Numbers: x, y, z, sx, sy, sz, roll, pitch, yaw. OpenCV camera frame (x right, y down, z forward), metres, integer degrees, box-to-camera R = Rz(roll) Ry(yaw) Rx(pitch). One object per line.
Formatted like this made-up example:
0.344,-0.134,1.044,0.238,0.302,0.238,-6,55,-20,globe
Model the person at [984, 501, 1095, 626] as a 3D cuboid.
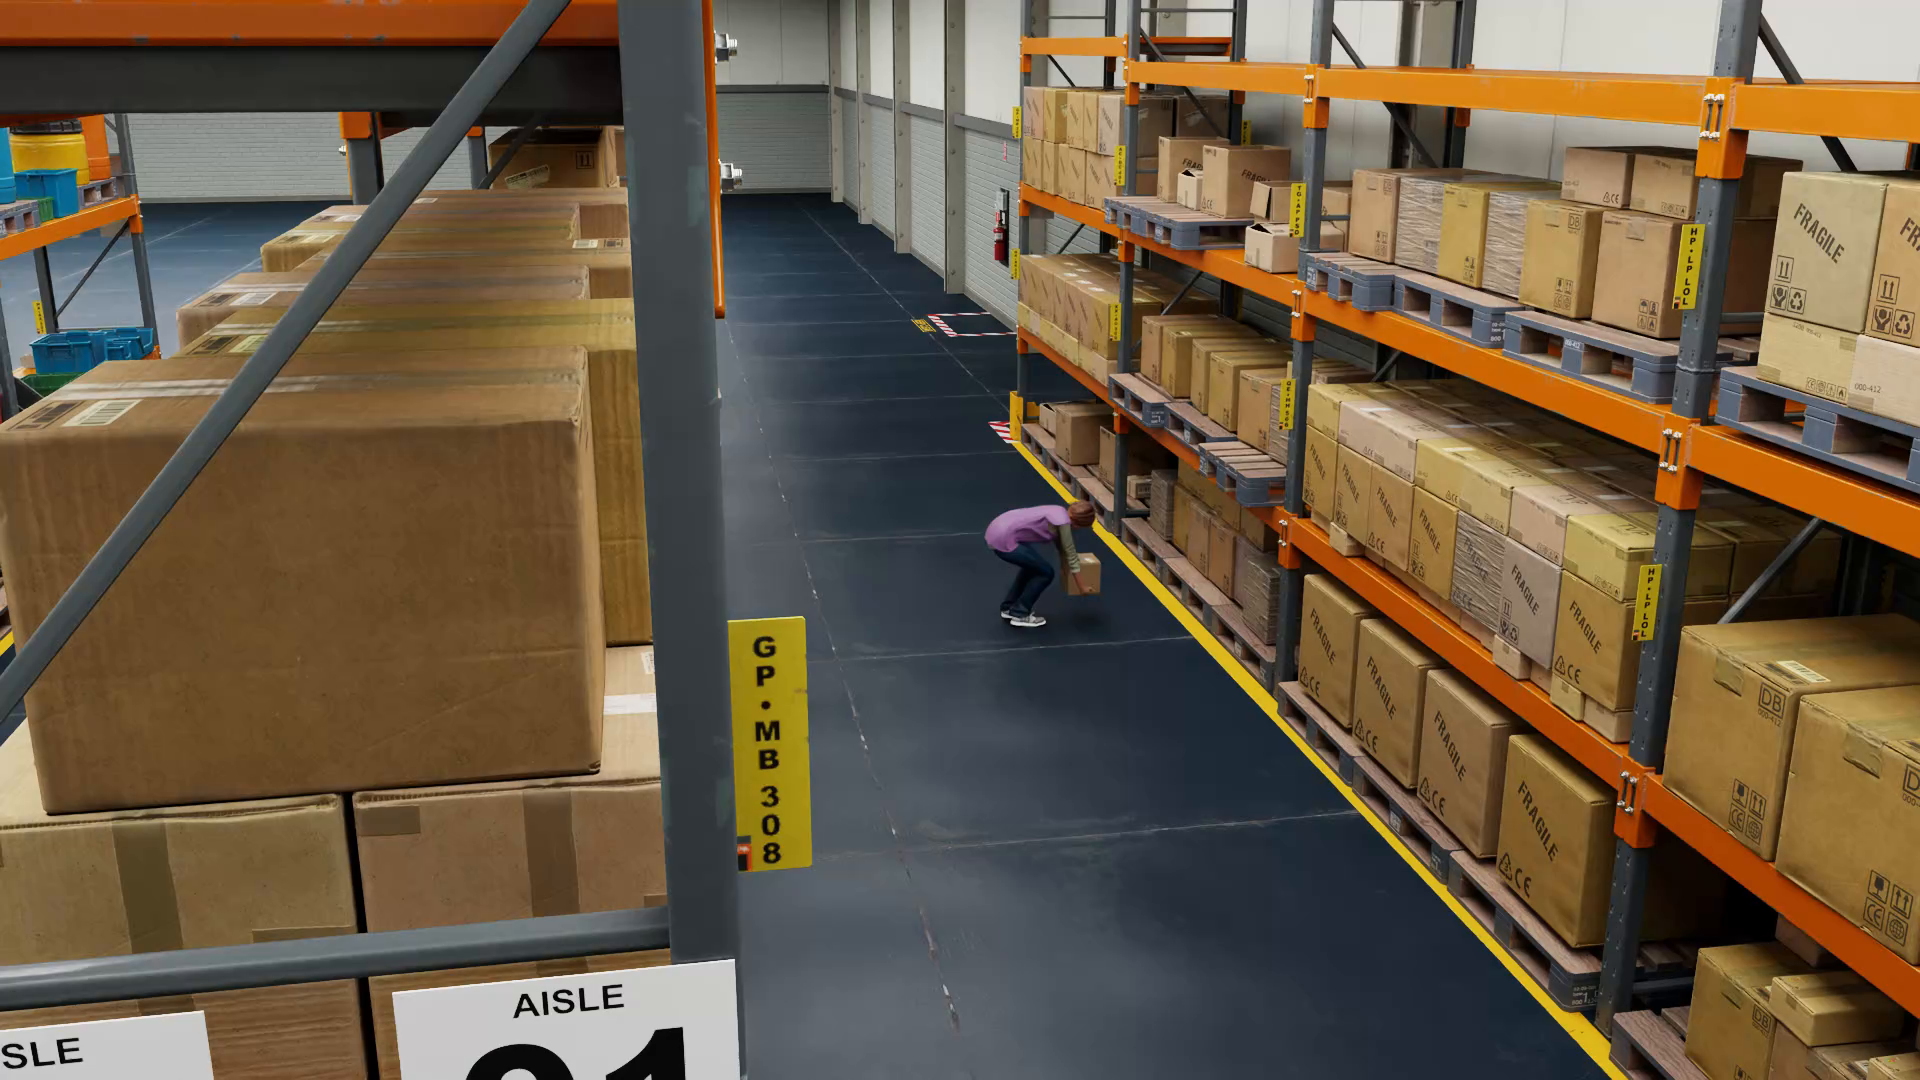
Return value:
0.609,0.183,12.652,0.862,0.905,0.424,-4,17,-13,person
